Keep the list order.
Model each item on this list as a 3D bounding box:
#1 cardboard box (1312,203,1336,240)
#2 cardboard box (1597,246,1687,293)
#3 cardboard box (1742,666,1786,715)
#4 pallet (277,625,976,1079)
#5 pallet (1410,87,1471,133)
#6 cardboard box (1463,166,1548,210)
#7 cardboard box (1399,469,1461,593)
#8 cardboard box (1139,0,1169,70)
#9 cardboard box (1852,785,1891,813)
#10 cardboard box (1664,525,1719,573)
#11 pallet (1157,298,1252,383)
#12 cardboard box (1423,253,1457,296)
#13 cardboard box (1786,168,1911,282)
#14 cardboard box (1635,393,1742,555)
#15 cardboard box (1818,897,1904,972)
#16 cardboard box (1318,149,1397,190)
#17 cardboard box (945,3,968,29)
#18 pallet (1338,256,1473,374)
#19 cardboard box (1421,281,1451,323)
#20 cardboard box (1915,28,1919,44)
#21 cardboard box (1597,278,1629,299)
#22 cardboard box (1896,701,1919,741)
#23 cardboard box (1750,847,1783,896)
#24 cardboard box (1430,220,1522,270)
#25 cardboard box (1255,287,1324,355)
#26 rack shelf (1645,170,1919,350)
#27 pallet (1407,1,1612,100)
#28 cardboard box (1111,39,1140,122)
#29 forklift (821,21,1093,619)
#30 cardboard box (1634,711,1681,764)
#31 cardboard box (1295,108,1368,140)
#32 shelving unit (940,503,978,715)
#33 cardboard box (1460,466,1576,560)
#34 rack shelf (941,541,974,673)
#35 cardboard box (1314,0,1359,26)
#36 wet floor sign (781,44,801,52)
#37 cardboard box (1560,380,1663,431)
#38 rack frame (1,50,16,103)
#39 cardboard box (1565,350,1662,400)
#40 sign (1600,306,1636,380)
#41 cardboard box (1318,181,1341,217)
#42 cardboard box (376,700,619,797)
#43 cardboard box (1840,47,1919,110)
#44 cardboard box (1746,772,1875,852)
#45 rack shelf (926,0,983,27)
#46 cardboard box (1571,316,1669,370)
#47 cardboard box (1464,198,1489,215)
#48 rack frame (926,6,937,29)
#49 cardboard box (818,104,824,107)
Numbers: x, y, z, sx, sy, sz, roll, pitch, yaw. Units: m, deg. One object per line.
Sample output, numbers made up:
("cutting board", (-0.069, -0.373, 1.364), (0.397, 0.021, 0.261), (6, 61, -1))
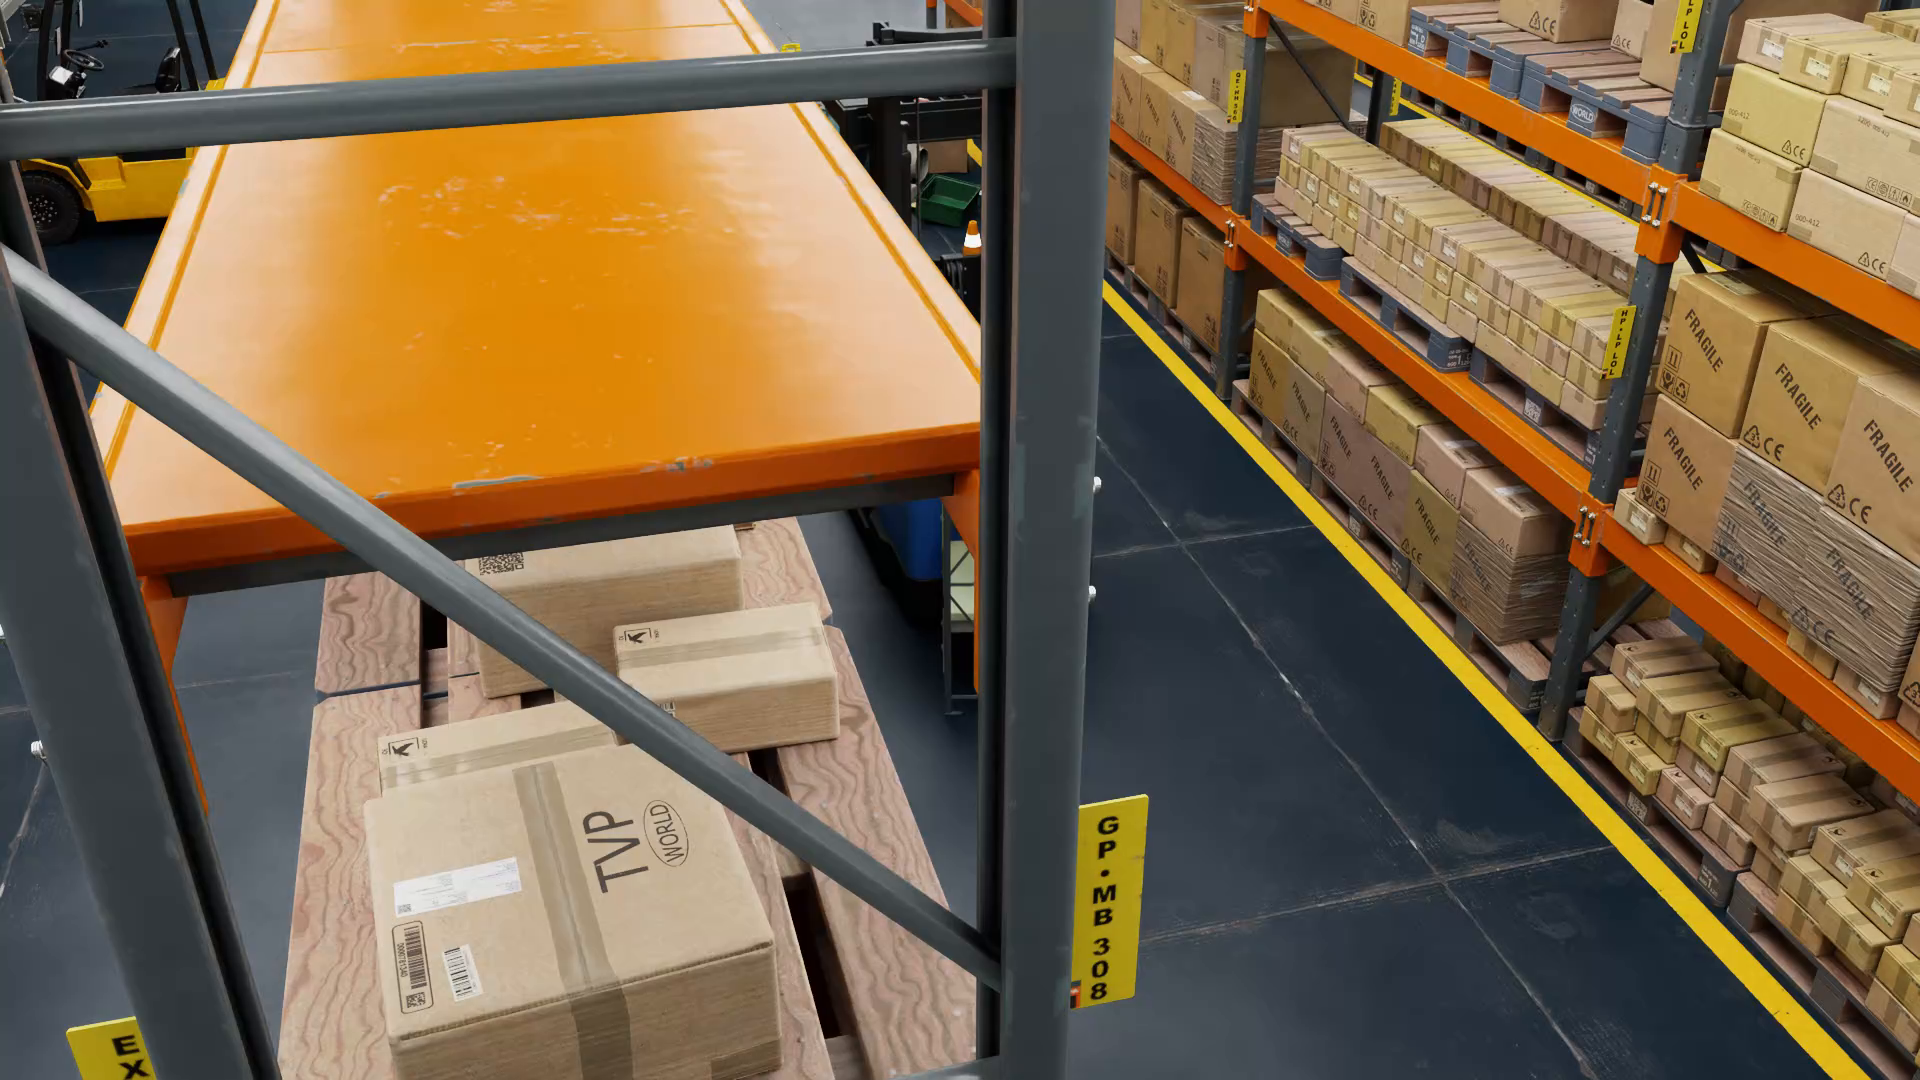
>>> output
("cardboard box", (2.327, -1.911, 9.888), (0.380, 0.149, 0.250), (-6, 31, -11))
("cardboard box", (3.451, -1.369, 8.359), (0.380, 0.149, 0.250), (-8, 31, -14))
("cardboard box", (3.773, 0.641, 7.480), (0.380, 0.149, 0.250), (-7, 31, -13))
("pallet", (-0.570, 0.614, 2.790), (1.003, 0.211, 1.213), (-8, 31, -13))
("pallet", (5.467, -4.586, 17.463), (1.003, 0.211, 1.213), (-8, 31, -13))
("cardboard box", (3.099, -2.001, 9.451), (0.380, 0.149, 0.250), (-8, 31, -13))
("cardboard box", (2.746, -0.080, 8.970), (0.500, 0.500, 0.500), (-9, 31, -14))
("cardboard box", (1.740, -3.773, 12.176), (0.700, 0.500, 0.500), (-8, 31, -14))
("cardboard box", (3.942, 1.135, 6.924), (0.380, 0.149, 0.250), (-7, 31, -12))
("cardboard box", (3.221, -0.005, 7.014), (0.380, 0.149, 0.250), (-7, 31, -12))
("pallet", (2.123, -1.524, 12.173), (1.003, 0.211, 1.213), (-8, 31, -13))
("cardboard box", (2.672, -1.412, 8.731), (0.380, 0.149, 0.250), (-8, 31, -13))
("cardboard box", (3.332, -1.143, 5.885), (0.500, 0.250, 0.500), (-8, 31, -14))
("cardboard box", (3.210, -0.308, 6.891), (0.500, 0.500, 0.500), (-8, 31, -14))
("cardboard box", (3.528, 1.475, 6.337), (0.380, 0.149, 0.250), (-8, 31, -13))
("cardboard box", (2.330, -2.174, 9.749), (0.380, 0.149, 0.250), (-8, 31, -14))
("cardboard box", (0.380, -5.148, 17.351), (0.875, 0.875, 0.875), (-8, 31, -13))
("pallet", (2.825, -1.307, 9.205), (1.003, 0.211, 1.213), (-8, 31, -13))
("cardboard box", (2.676, -1.276, 8.792), (0.380, 0.149, 0.250), (-7, 31, -11))
("cardboard box", (3.748, -1.790, 6.106), (0.380, 0.149, 0.250), (-7, 31, -12))
("cardboard box", (3.451, -1.237, 8.427), (0.380, 0.149, 0.250), (-9, 31, -15))
("cardboard box", (3.593, 0.633, 5.912), (0.380, 0.149, 0.250), (-7, 31, -11))
("cardboard box", (3.516, 1.345, 6.859), (0.380, 0.149, 0.250), (-9, 31, -15))
("cardboard box", (2.681, -1.537, 8.648), (0.380, 0.149, 0.250), (-9, 31, -16))
("cardboard box", (2.209, -1.400, 10.501), (0.500, 0.250, 0.500), (-9, 31, -16))
("rack shelf", (3.852, -0.430, 5.222), (1.077, 0.370, 4.000), (-8, 31, -13))
("pallet", (2.982, -2.438, 8.162), (1.213, 0.211, 1.003), (-8, 31, -13))
("cardboard box", (1.343, -3.540, 12.772), (0.500, 0.500, 0.500), (-8, 31, -14))
("forklift", (-0.173, -1.572, 9.540), (1.130, 2.935, 3.031), (-8, 31, -14))
("cardboard box", (3.263, 0.843, 7.430), (0.380, 0.149, 0.250), (-8, 31, -13))
("cardboard box", (2.401, -2.637, 11.211), (0.500, 0.500, 0.500), (-8, 31, -13))
("shelving unit", (0.119, 0.031, 8.199), (0.431, 1.500, 0.755), (0, 30, -1))
("cardboard box", (2.880, -0.159, 8.358), (0.500, 0.250, 0.500), (-9, 31, -15))
("rack shelf", (0.119, 0.313, 8.363), (0.431, 0.370, 0.720), (0, 30, -1))
("cardboard box", (2.294, -3.130, 9.070), (0.500, 0.500, 0.500), (-8, 31, -13))
("wet floor sign", (-1.780, -4.936, 17.634), (0.267, 0.644, 0.232), (-13, 33, -22))
("cardboard box", (3.025, -0.647, 7.705), (0.380, 0.149, 0.250), (-9, 31, -14))
("rack frame", (-9.394, -4.836, 15.110), (1.000, 3.000, 0.127), (-8, 31, -13))
("cardboard box", (3.025, -0.776, 7.631), (0.380, 0.149, 0.250), (-7, 31, -12))
("sign", (2.787, -0.834, 7.041), (0.100, 0.325, 0.005), (-8, 31, -13))
("cardboard box", (2.342, -2.023, 9.785), (0.380, 0.149, 0.250), (-9, 31, -15))
("cardboard box", (-0.757, 0.419, 2.770), (0.380, 0.149, 0.250), (-10, 32, -17))
("cardboard box", (3.326, -1.609, 5.793), (0.380, 0.149, 0.250), (-8, 31, -14))
("cardboard box", (3.424, 1.093, 6.700), (0.380, 0.149, 0.250), (-7, 31, -12))
("rack shelf", (0.667, -4.927, 15.986), (1.077, 0.370, 4.000), (-8, 31, -13))
("cardboard box", (3.027, -0.907, 7.560), (0.380, 0.149, 0.250), (-6, 31, -11))
("cardboard box", (3.104, -1.867, 9.516), (0.380, 0.149, 0.250), (-8, 31, -14))
("rack frame", (0.136, -6.204, 17.475), (1.000, 3.000, 0.127), (-8, 31, -13))
("cardboard box", (-1.702, -3.905, 15.995), (0.637, 0.503, 0.797), (19, 35, 29))
